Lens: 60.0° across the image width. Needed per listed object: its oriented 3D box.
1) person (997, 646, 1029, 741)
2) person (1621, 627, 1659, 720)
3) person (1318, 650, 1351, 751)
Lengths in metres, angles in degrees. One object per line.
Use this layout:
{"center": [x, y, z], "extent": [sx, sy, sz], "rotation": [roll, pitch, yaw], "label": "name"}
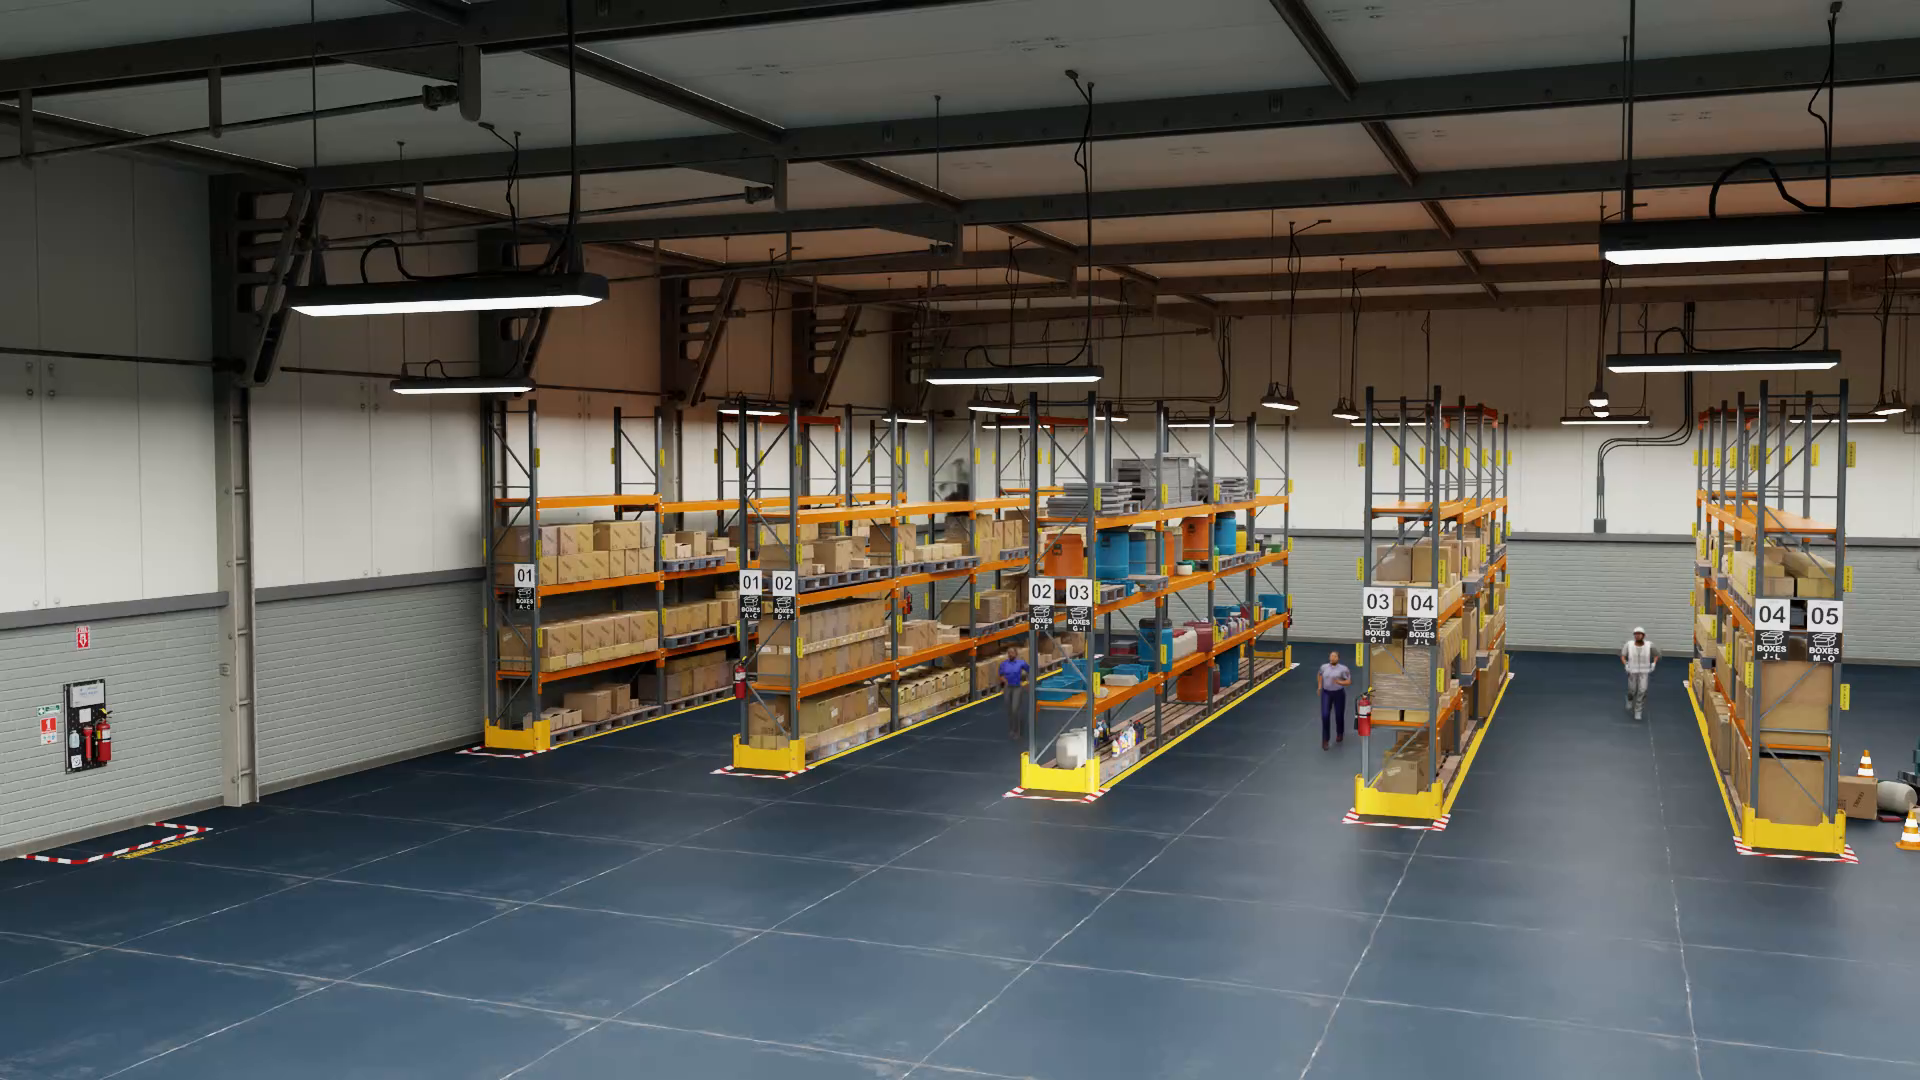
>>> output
{"center": [0.952, 2.741, 29.521], "extent": [0.584, 1.701, 0.718], "rotation": [1, 3, 17], "label": "person"}
{"center": [13.107, 2.555, 32.062], "extent": [0.683, 1.764, 0.742], "rotation": [1, 3, 21], "label": "person"}
{"center": [6.473, 2.750, 28.802], "extent": [0.589, 1.688, 0.827], "rotation": [1, 3, 17], "label": "person"}
